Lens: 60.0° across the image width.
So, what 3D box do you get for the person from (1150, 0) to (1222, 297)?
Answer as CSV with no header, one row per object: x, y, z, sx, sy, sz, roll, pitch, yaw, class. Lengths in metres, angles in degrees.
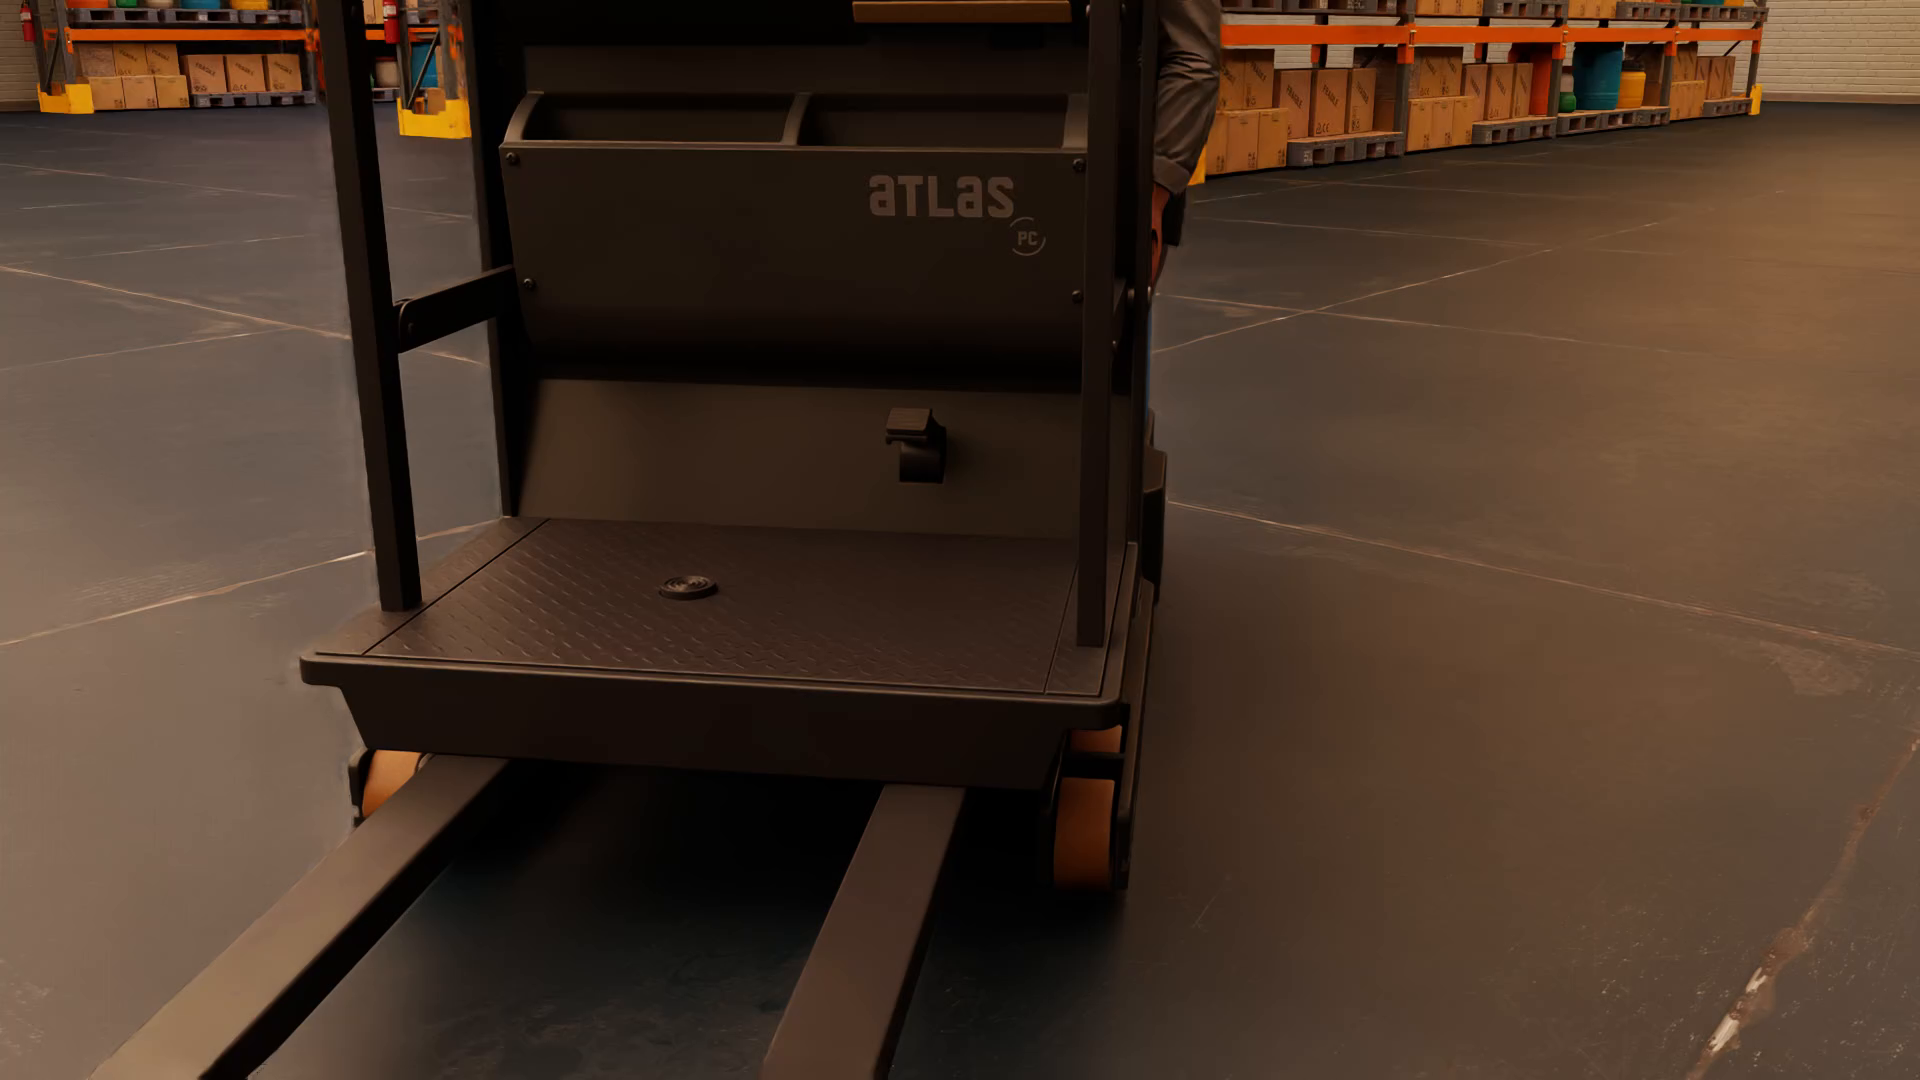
0.018,-0.608,2.985,0.729,1.556,0.760,-15,23,-41,person

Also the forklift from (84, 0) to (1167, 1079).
-0.275,-1.018,2.249,1.130,2.935,3.031,2,17,8,forklift
